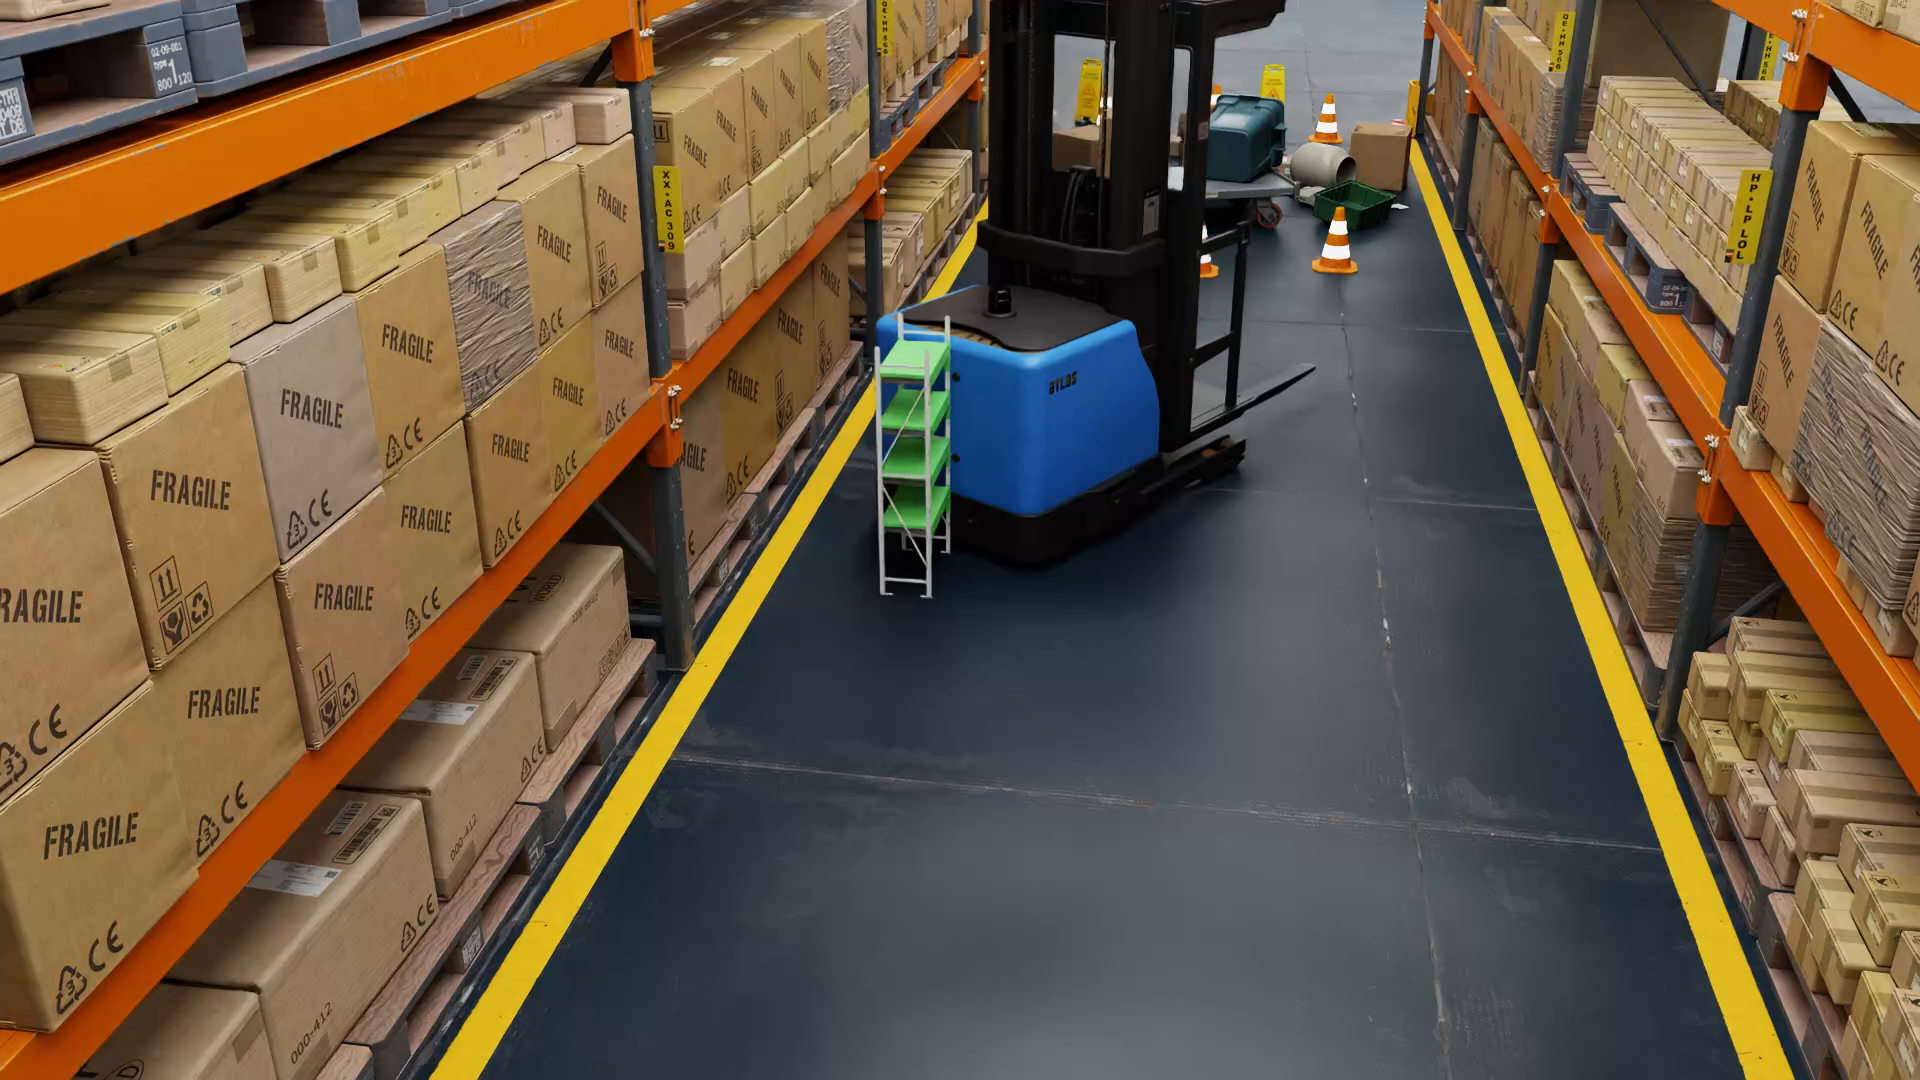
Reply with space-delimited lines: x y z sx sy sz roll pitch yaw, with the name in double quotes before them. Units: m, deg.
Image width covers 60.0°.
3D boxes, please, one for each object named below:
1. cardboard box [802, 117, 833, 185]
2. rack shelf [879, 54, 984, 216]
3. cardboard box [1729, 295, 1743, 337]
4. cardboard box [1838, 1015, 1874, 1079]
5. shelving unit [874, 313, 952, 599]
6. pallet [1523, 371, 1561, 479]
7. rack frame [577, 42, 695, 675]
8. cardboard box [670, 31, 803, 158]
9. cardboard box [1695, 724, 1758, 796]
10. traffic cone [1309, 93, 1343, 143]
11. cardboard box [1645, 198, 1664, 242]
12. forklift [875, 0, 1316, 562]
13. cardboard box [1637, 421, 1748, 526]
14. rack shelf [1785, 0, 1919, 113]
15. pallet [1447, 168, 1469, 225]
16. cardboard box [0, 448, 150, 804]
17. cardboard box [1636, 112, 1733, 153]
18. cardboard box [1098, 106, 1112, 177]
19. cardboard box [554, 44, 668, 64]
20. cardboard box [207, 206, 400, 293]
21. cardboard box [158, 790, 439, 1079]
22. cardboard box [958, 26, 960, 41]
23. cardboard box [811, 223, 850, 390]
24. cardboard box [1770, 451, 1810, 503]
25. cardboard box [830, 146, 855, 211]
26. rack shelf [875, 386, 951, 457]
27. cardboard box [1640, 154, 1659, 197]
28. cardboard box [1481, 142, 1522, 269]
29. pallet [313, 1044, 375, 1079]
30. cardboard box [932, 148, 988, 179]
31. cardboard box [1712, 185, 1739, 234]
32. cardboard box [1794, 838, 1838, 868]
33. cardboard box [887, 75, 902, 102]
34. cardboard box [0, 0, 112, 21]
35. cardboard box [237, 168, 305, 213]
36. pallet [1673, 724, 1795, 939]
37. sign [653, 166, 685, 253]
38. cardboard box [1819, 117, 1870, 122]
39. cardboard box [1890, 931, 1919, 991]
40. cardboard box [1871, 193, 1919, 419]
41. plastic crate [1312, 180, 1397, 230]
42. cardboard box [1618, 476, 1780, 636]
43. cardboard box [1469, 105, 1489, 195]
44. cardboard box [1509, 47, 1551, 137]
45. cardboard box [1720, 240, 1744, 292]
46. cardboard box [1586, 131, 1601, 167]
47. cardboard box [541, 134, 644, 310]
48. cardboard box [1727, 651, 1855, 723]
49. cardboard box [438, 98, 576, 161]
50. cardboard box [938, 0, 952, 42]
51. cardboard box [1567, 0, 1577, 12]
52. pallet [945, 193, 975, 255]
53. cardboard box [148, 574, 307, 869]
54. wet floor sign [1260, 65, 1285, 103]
"cardboard box" -0.960 -2.031 8.638 0.500 0.250 0.500 3 25 7
"rack shelf" -0.661 -3.033 12.041 1.077 0.370 4.000 4 25 9
"cardboard box" 3.128 -0.805 6.233 0.380 0.149 0.250 3 25 7
"cardboard box" 2.627 1.443 4.496 0.380 0.149 0.250 5 25 10
"shelving unit" -0.208 -0.385 7.656 0.258 1.200 0.503 4 25 9
"pallet" 3.783 -0.632 9.352 1.003 0.211 1.213 4 25 9
"rack frame" -1.641 -0.850 6.527 1.000 3.000 0.127 4 25 9
"cardboard box" -1.067 -2.153 8.014 0.500 0.500 0.500 4 25 8
"cardboard box" 2.839 0.793 5.885 0.380 0.149 0.250 5 26 10
"traffic cone" 3.732 -4.295 16.880 0.336 0.463 0.334 4 25 9
"cardboard box" 3.382 -1.462 7.636 0.380 0.149 0.250 3 25 7
"forklift" 0.906 -1.772 8.577 1.130 2.935 3.031 20 31 36
"cardboard box" 3.131 -0.276 6.870 0.500 0.250 0.500 3 25 7
"rack shelf" 2.932 -0.745 3.614 1.077 0.370 4.000 4 25 9
"pallet" 4.768 -2.945 14.292 1.003 0.211 1.213 4 25 9
"cardboard box" -1.936 0.144 3.107 0.500 0.500 0.500 3 25 7
"cardboard box" 3.474 -1.949 7.975 0.380 0.149 0.250 5 26 11
"cardboard box" 1.427 -3.296 13.808 0.500 0.500 0.500 4 25 9
"cardboard box" -1.637 -1.980 7.644 0.500 0.500 0.500 5 26 10
"cardboard box" -1.669 -0.744 4.238 0.380 0.149 0.250 3 25 7
"cardboard box" -2.145 1.127 4.831 0.875 0.438 0.875 5 25 10
"cardboard box" -0.206 -3.929 12.906 0.380 0.149 0.250 3 25 7
"cardboard box" -1.182 -1.468 9.858 0.875 0.875 0.875 4 25 8
"cardboard box" 2.921 -0.226 5.492 0.380 0.149 0.250 5 26 10
"cardboard box" -0.882 -2.011 9.184 0.500 0.250 0.500 4 25 9
"rack shelf" -0.208 -0.544 7.582 0.258 0.148 0.480 4 25 9
"cardboard box" 3.426 -1.706 7.807 0.380 0.149 0.250 4 25 8
"cardboard box" 4.392 -2.397 11.992 1.050 0.750 0.750 4 25 9
"pallet" -2.242 1.746 4.270 1.003 0.211 1.213 4 25 9
"cardboard box" 0.029 -3.369 14.656 0.500 0.250 0.500 3 25 6
"cardboard box" 3.219 -1.297 6.581 0.380 0.149 0.250 3 25 7
"cardboard box" 2.812 0.989 5.115 0.380 0.149 0.250 5 26 11
"cardboard box" -0.582 -2.949 10.814 0.380 0.149 0.250 2 25 5
"cardboard box" -1.890 -1.096 3.198 0.380 0.149 0.250 5 26 10
"cardboard box" -2.108 -0.990 4.764 0.380 0.149 0.250 4 25 8
"pallet" 3.184 0.997 5.871 1.003 0.211 1.213 4 25 9
"sign" -1.094 -1.240 6.246 0.100 0.325 0.005 4 25 9
"cardboard box" 4.113 -1.904 7.879 0.380 0.149 0.250 4 25 9
"cardboard box" 2.702 1.176 4.366 0.380 0.149 0.250 3 25 7
"cardboard box" 2.762 -0.584 4.310 0.500 0.500 0.500 4 25 9
"plastic crate" 3.302 -2.811 13.966 0.450 0.188 0.662 29 36 30
"cardboard box" 3.131 0.066 7.024 0.500 0.500 0.500 4 25 8
"cardboard box" 4.738 -3.381 13.946 0.875 0.875 0.875 4 25 9
"cardboard box" 3.886 -2.892 10.772 0.500 0.500 0.500 4 25 8
"cardboard box" 3.171 -1.051 6.406 0.380 0.149 0.250 4 25 9
"cardboard box" 3.640 -2.125 9.053 0.380 0.149 0.250 4 25 8
"cardboard box" -1.446 -1.131 5.832 0.500 0.500 0.500 4 25 8
"cardboard box" 2.895 0.523 5.760 0.380 0.149 0.250 5 26 11
"cardboard box" -1.528 -1.388 5.615 0.380 0.149 0.250 5 25 10
"cardboard box" -0.353 -3.934 12.152 0.500 0.500 0.500 5 26 10
"cardboard box" 4.077 -3.119 10.077 0.700 0.500 0.500 4 25 8
"pallet" -0.460 -2.607 13.571 1.003 0.211 1.213 4 25 9
"cardboard box" -1.878 0.384 3.774 0.500 0.500 0.500 4 25 8
"wet floor sign" 3.271 -4.651 17.425 0.267 0.644 0.232 0 25 -1
